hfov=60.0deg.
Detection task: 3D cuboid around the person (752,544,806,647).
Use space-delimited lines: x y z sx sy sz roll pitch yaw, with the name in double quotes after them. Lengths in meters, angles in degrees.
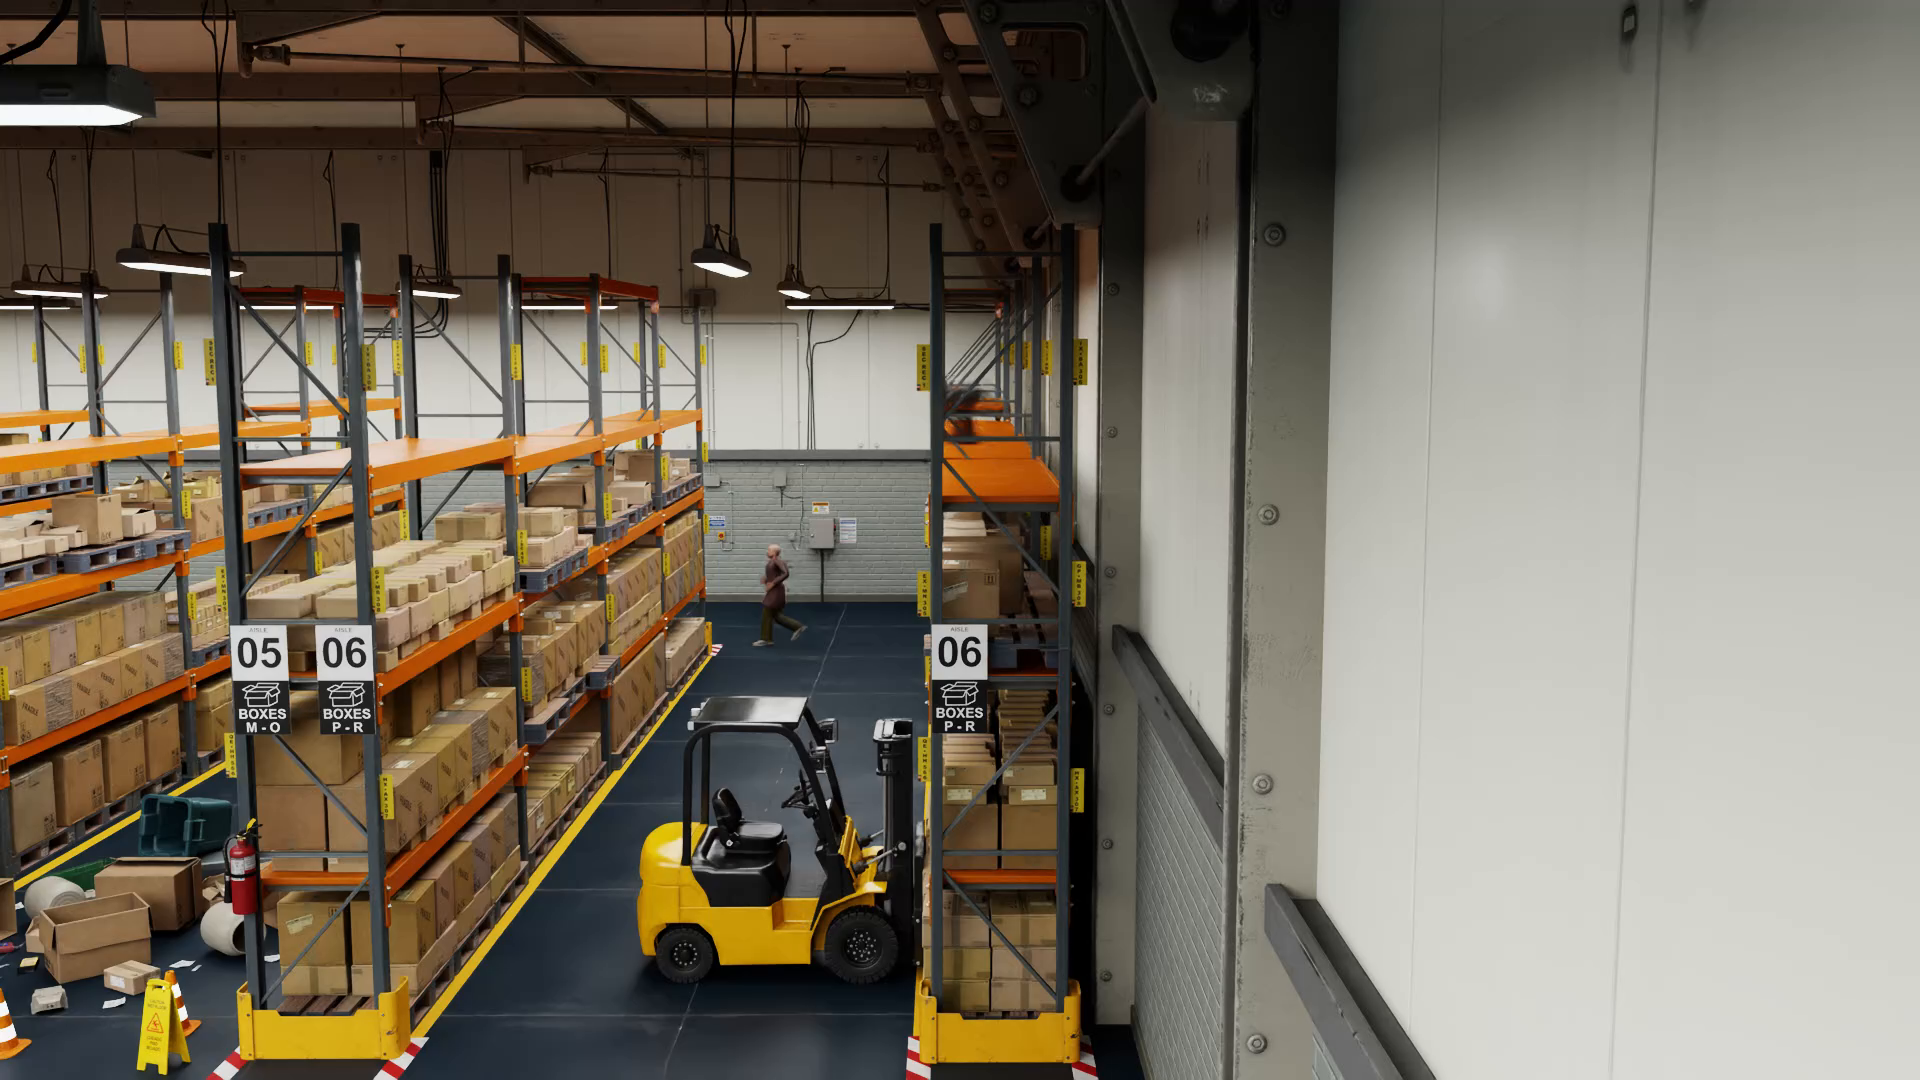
-3.194 0.944 28.891 0.904 1.733 0.743 -1 7 -11 "person"
